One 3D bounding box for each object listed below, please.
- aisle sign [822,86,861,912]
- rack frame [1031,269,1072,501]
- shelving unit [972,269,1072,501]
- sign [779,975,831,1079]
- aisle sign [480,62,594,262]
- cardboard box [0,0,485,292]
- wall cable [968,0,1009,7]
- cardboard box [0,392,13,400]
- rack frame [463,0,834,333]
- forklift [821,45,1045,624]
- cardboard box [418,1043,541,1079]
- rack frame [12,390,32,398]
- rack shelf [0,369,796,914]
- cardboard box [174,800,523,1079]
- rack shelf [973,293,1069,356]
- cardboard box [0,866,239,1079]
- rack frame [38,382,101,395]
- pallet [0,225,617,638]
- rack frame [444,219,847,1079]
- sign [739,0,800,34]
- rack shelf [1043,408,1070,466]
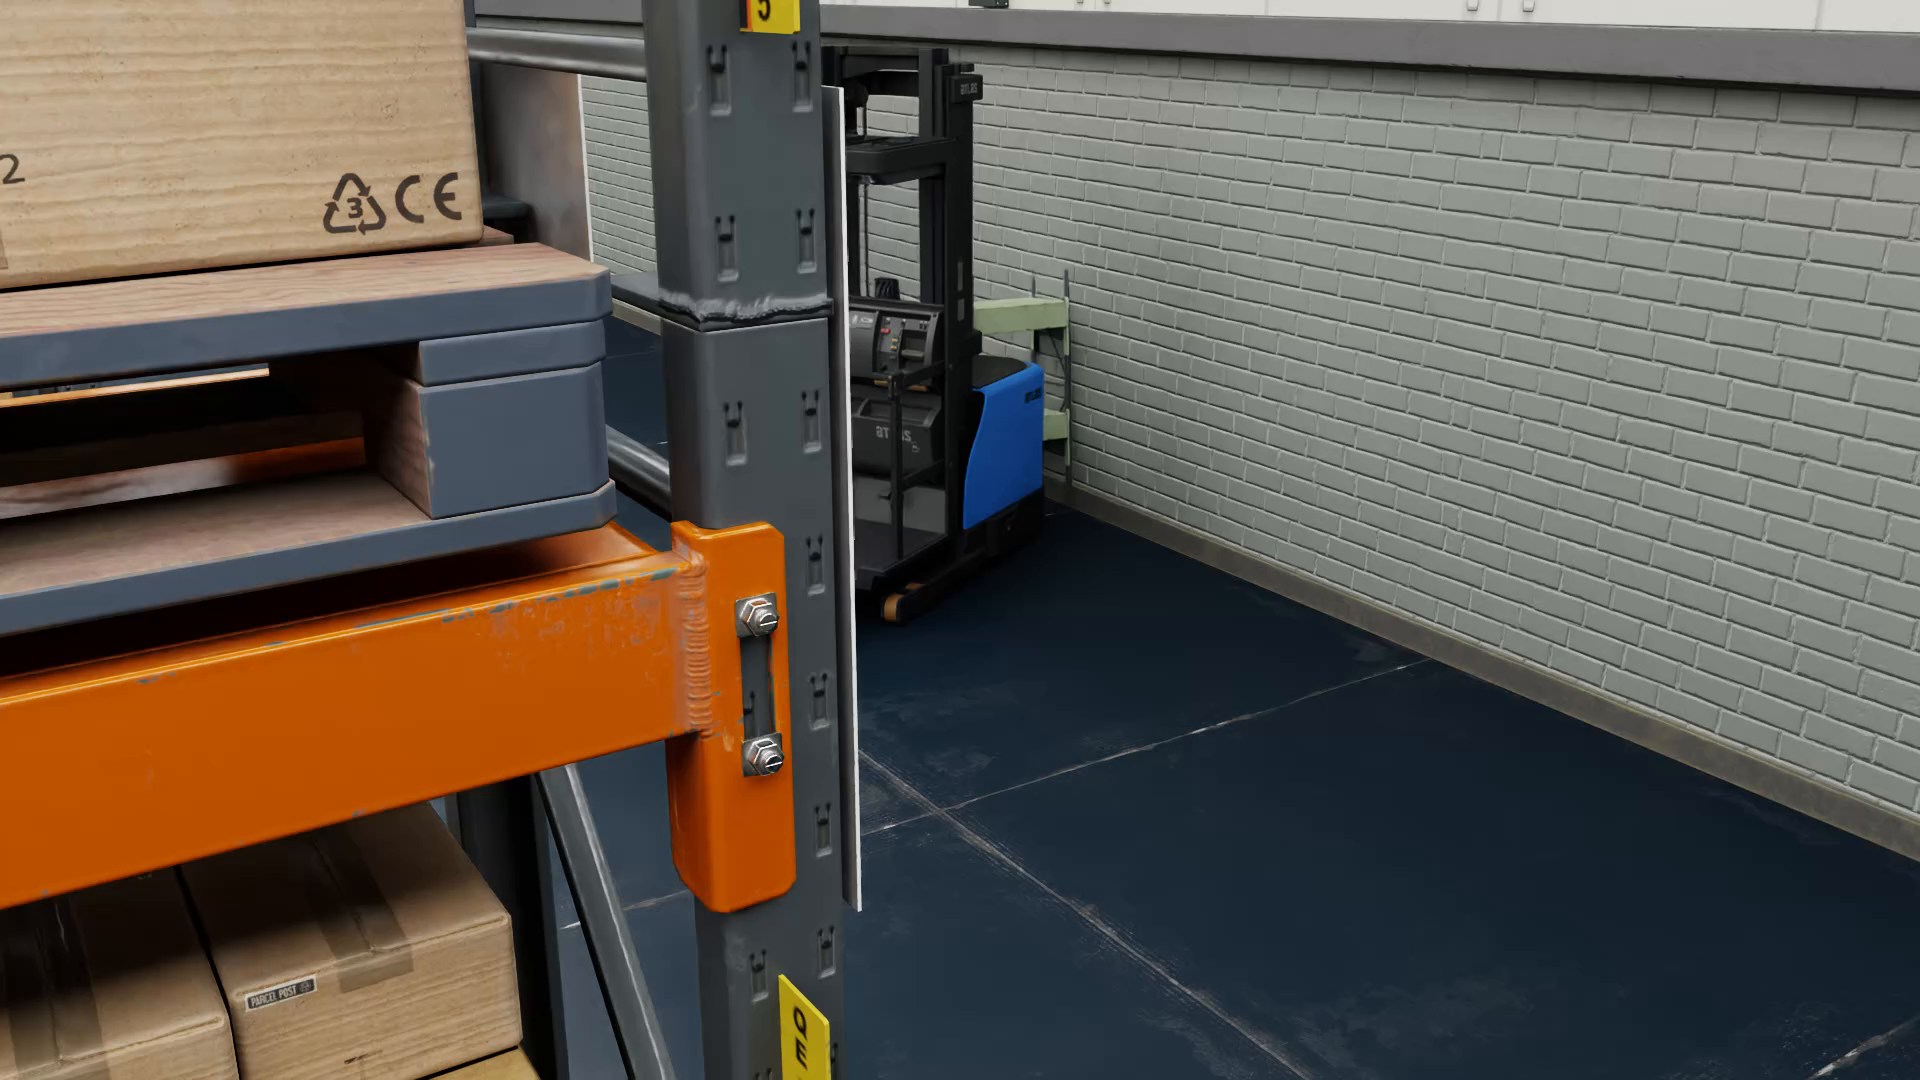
[{"bbox_3d":[-0.208,-0.058,1.675,0.004,0.787,0.394,-12,22,-31],"label":"aisle sign"},{"bbox_3d":[0.597,-1.019,10.840,0.023,1.500,0.400,-10,16,-31],"label":"rack frame"},{"bbox_3d":[0.288,-0.966,10.650,0.755,1.500,0.431,-10,16,-31],"label":"shelving unit"},{"bbox_3d":[-0.151,0.590,1.639,0.005,0.325,0.100,-12,22,-31],"label":"sign"},{"bbox_3d":[-0.537,-0.219,2.150,0.004,0.787,0.394,-12,22,-31],"label":"aisle sign"},{"bbox_3d":[-0.764,-0.390,1.454,0.500,0.250,0.500,-14,23,-36],"label":"cardboard box"},{"bbox_3d":[0.730,-5.988,8.883,0.120,5.999,2.277,-12,22,-31],"label":"wall cable"},{"bbox_3d":[-3.490,-0.718,5.504,0.500,0.500,0.500,-12,22,-32],"label":"cardboard box"},{"bbox_3d":[-0.438,-1.739,1.338,0.127,3.000,1.000,-12,22,-31],"label":"rack frame"},{"bbox_3d":[-0.635,-1.103,8.931,1.130,2.935,3.031,10,21,28],"label":"forklift"},{"bbox_3d":[-0.710,0.730,1.683,0.500,0.500,0.500,-11,22,-30],"label":"cardboard box"},{"bbox_3d":[-5.888,-1.548,10.140,0.127,3.000,1.000,-12,22,-31],"label":"rack frame"},{"bbox_3d":[-2.108,0.375,0.892,4.000,0.370,1.077,-12,22,-31],"label":"rack shelf"},{"bbox_3d":[-0.628,0.391,1.674,0.250,0.149,0.380,-12,22,-31],"label":"cardboard box"},{"bbox_3d":[0.279,-1.345,10.558,0.720,0.370,0.431,-10,16,-31],"label":"rack shelf"},{"bbox_3d":[-0.827,0.442,1.522,0.250,0.149,0.380,-11,22,-30],"label":"cardboard box"},{"bbox_3d":[-3.245,-0.203,6.163,0.127,3.000,1.000,-12,22,-31],"label":"rack frame"},{"bbox_3d":[-1.052,-0.143,1.438,1.213,0.211,1.003,-12,22,-31],"label":"pallet"},{"bbox_3d":[-0.438,1.103,2.299,0.127,3.000,1.000,-12,22,-31],"label":"rack frame"},{"bbox_3d":[-0.151,-0.552,1.253,0.005,0.325,0.100,-12,22,-31],"label":"sign"},{"bbox_3d":[0.296,-0.649,10.727,0.720,0.370,0.431,-10,16,-31],"label":"rack shelf"}]
